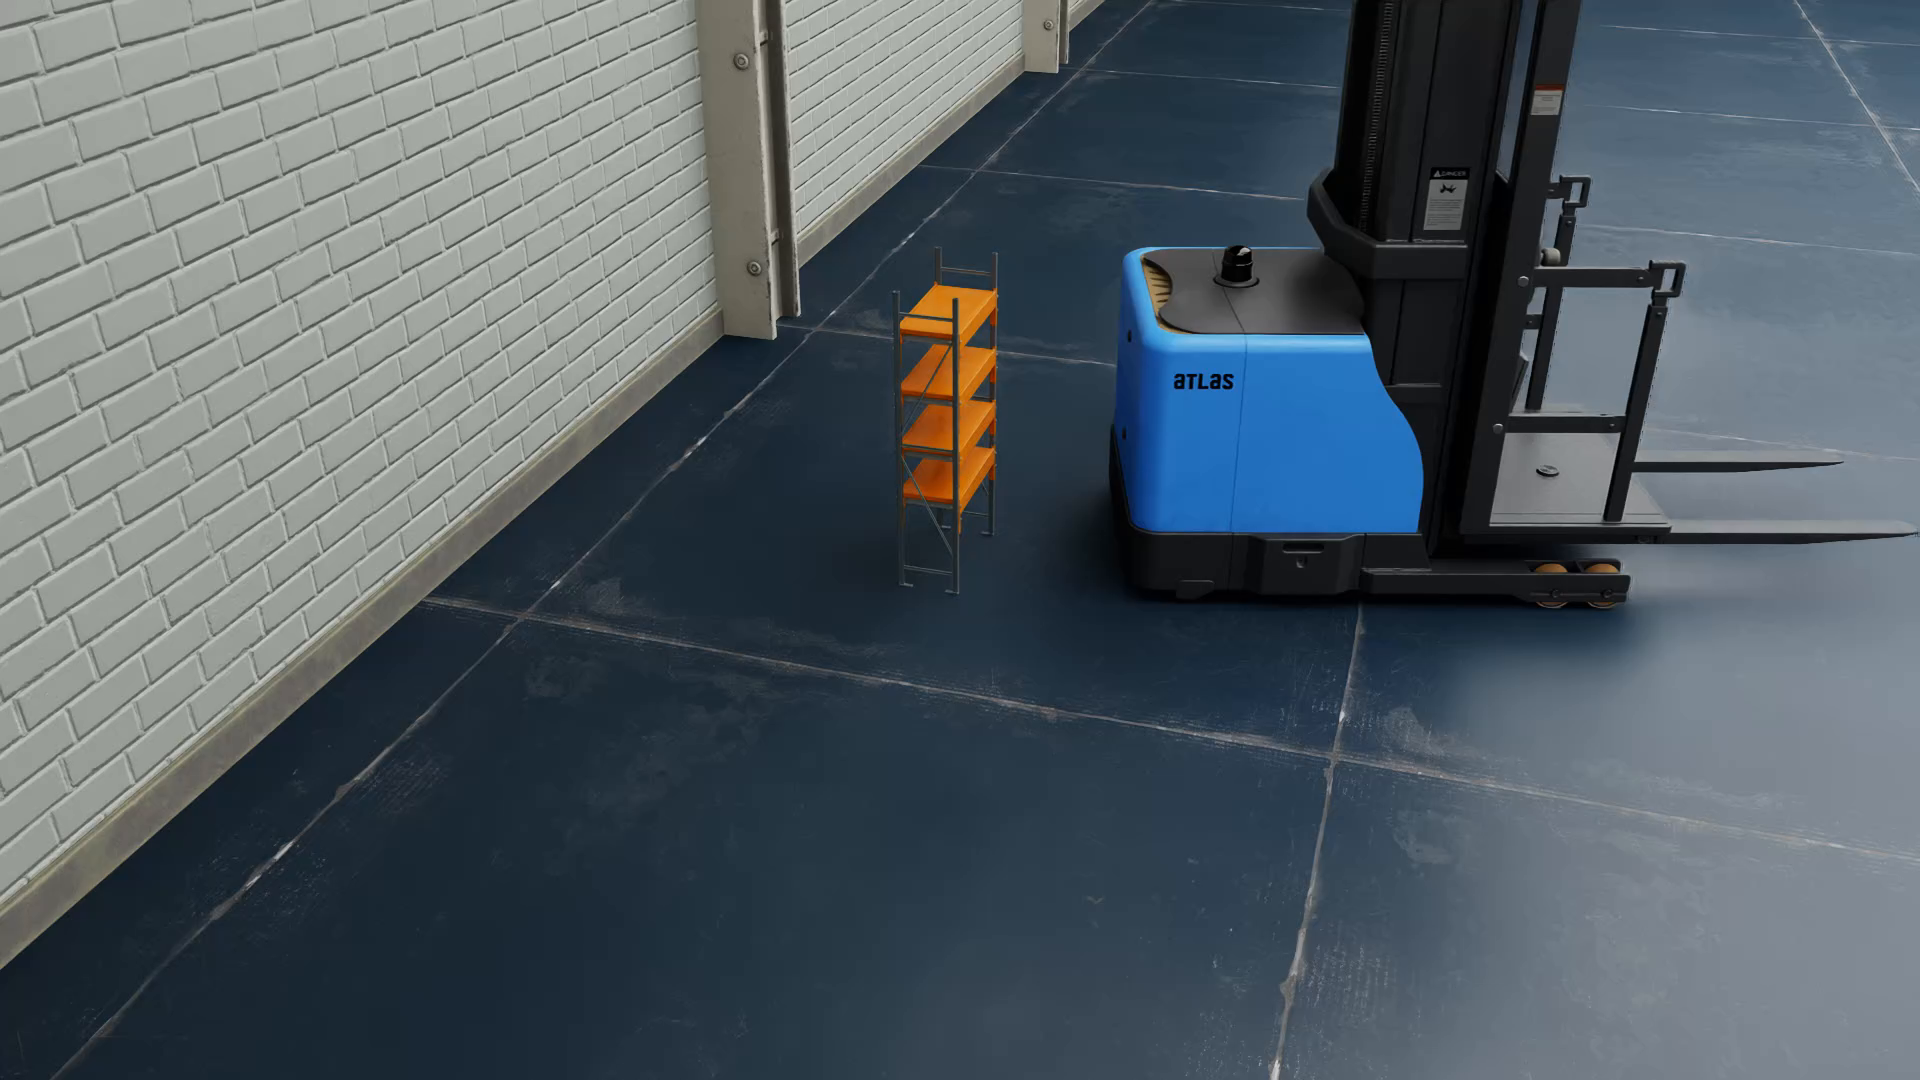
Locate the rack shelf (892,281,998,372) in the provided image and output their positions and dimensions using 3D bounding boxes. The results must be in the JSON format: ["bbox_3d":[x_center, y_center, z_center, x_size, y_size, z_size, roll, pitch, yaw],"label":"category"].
[{"bbox_3d":[-0.049,-0.791,6.129,0.258,0.148,0.480,8,30,15],"label":"rack shelf"}]

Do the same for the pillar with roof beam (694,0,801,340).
[{"bbox_3d":[3.057,-4.468,5.525,9.100,9.000,0.400,8,30,15],"label":"pillar with roof beam"}]

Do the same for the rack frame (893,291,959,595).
[{"bbox_3d":[-0.120,-0.334,6.116,0.240,1.200,0.015,8,30,15],"label":"rack frame"}]

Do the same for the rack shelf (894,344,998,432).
[{"bbox_3d":[-0.049,-0.584,6.244,0.258,0.148,0.480,8,30,15],"label":"rack shelf"}]

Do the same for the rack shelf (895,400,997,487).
[{"bbox_3d":[-0.049,-0.389,6.353,0.258,0.148,0.480,8,30,15],"label":"rack shelf"}]

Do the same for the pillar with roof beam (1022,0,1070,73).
[{"bbox_3d":[4.818,-7.257,10.538,9.100,9.000,0.400,8,30,15],"label":"pillar with roof beam"}]

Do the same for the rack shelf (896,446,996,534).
[{"bbox_3d":[-0.049,-0.215,6.449,0.258,0.148,0.480,8,30,15],"label":"rack shelf"}]

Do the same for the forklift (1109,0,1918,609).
[{"bbox_3d":[2.147,-1.282,6.040,3.031,2.935,1.130,0,29,0],"label":"forklift"}]

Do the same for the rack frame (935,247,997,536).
[{"bbox_3d":[0.023,-0.561,6.524,0.240,1.200,0.015,8,30,15],"label":"rack frame"}]

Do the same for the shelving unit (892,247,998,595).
[{"bbox_3d":[-0.049,-0.447,6.320,0.258,1.200,0.503,8,30,15],"label":"shelving unit"}]
